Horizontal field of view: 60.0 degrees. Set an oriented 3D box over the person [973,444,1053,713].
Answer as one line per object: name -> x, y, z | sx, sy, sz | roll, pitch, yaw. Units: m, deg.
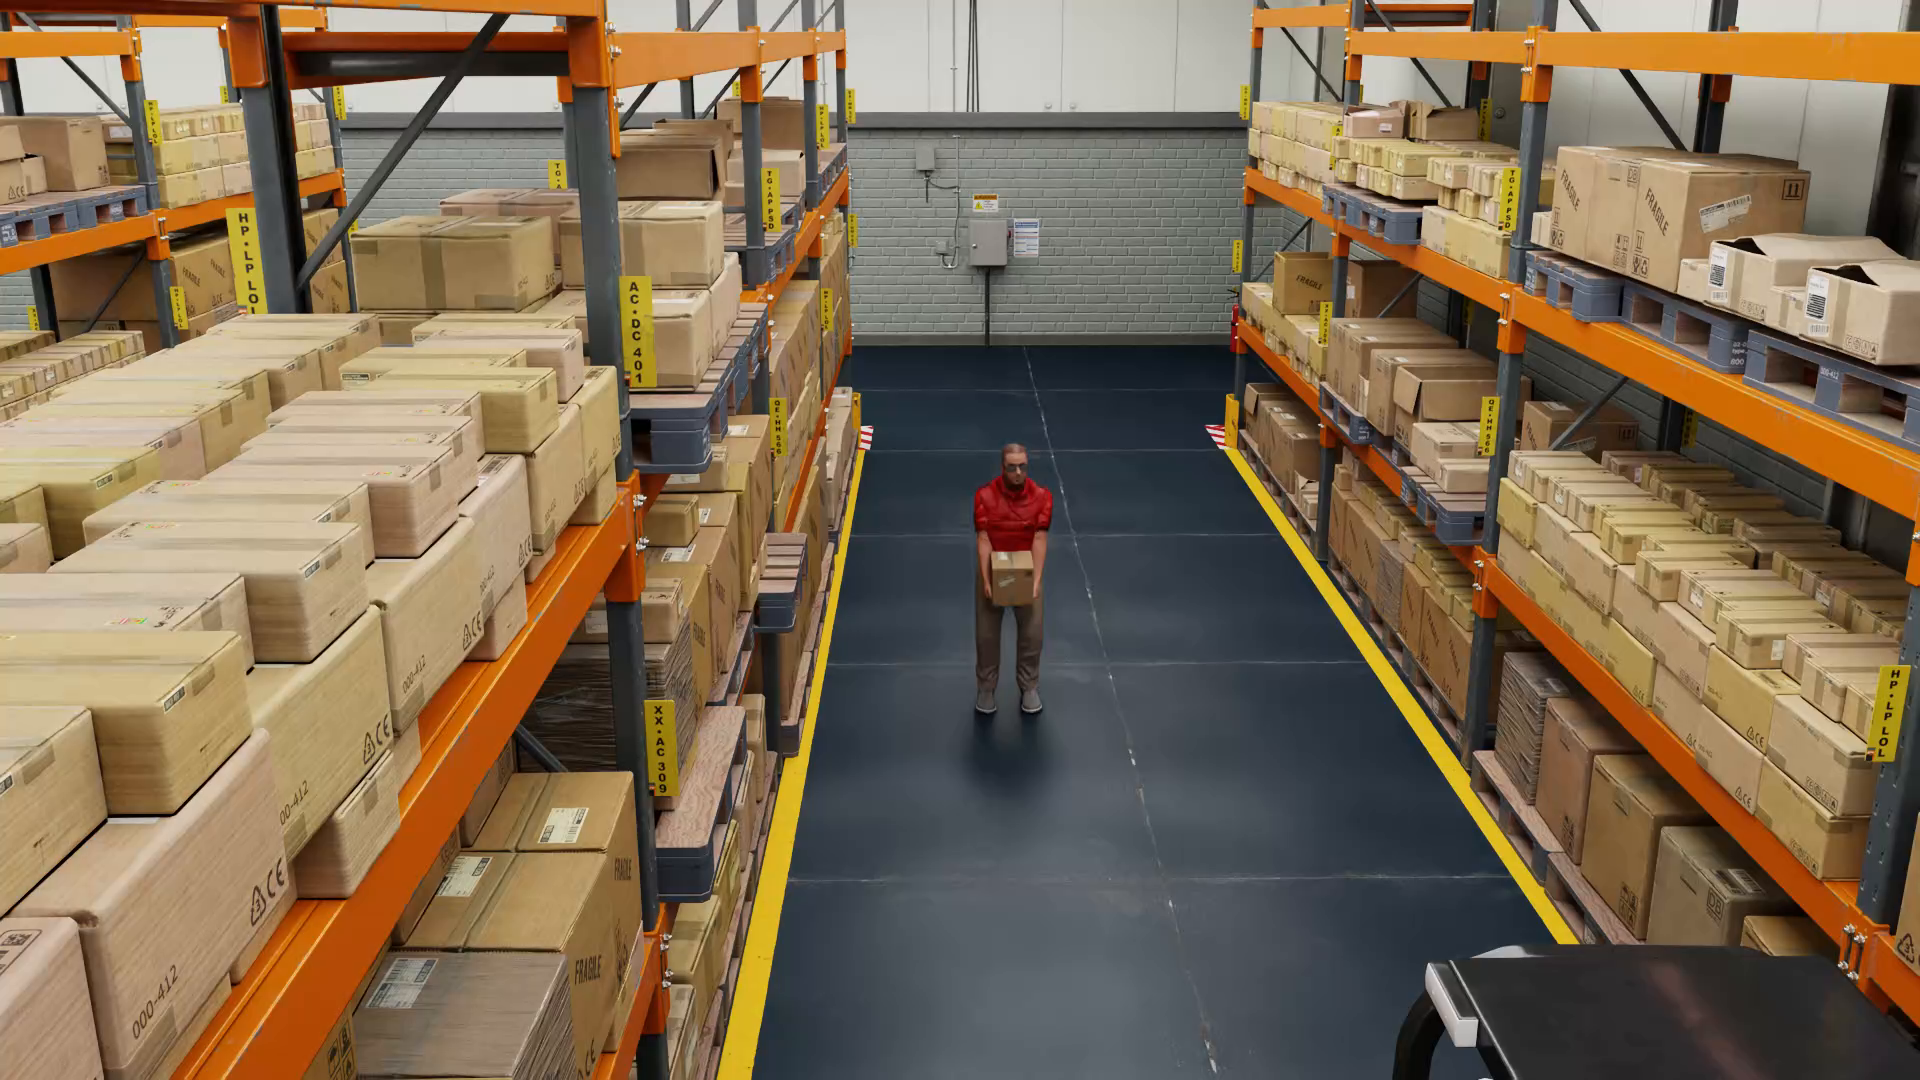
person -> 0.326, 0.248, 10.291 | 0.486, 1.721, 0.562 | -1, 17, -2
